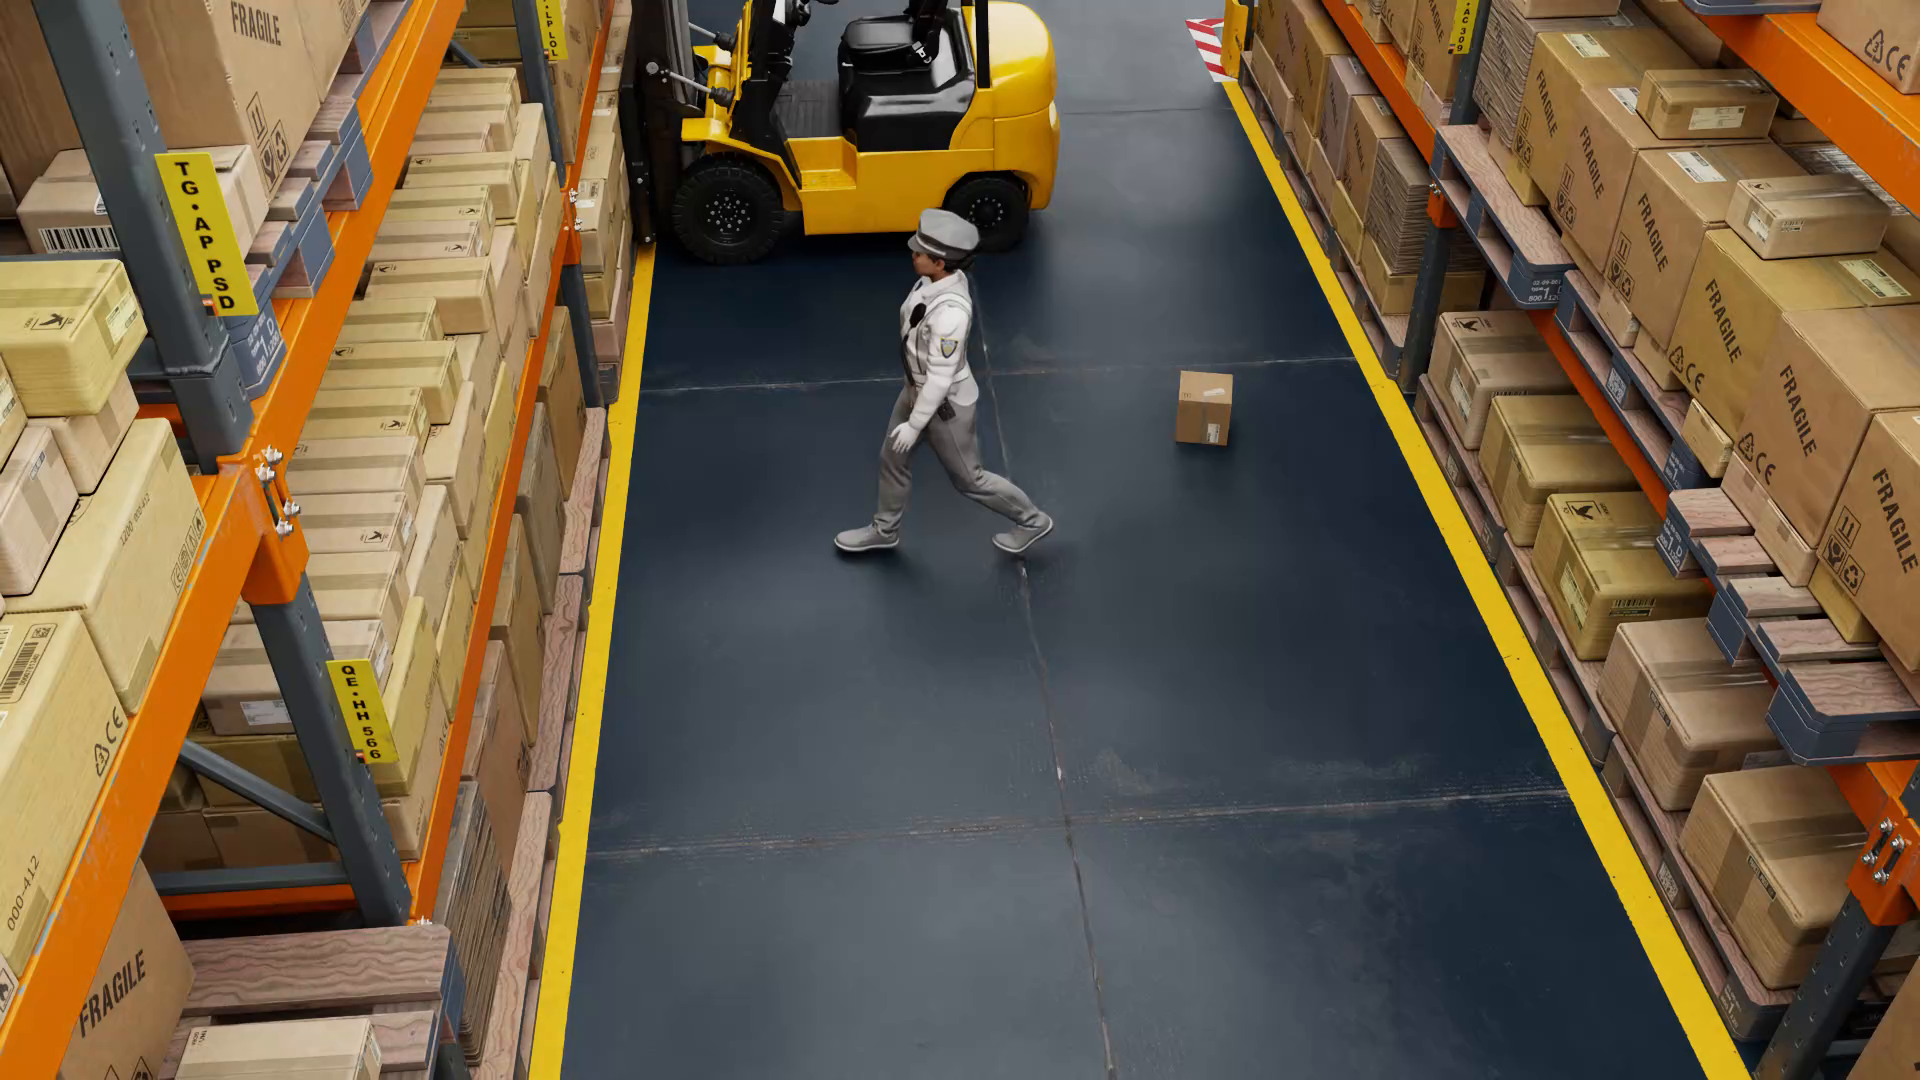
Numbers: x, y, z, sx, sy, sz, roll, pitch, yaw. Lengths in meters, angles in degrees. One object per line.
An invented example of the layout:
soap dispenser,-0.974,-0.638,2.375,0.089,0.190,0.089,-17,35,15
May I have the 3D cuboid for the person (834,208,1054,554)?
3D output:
person,-0.071,-0.593,6.850,0.947,1.644,0.482,-7,40,-9
